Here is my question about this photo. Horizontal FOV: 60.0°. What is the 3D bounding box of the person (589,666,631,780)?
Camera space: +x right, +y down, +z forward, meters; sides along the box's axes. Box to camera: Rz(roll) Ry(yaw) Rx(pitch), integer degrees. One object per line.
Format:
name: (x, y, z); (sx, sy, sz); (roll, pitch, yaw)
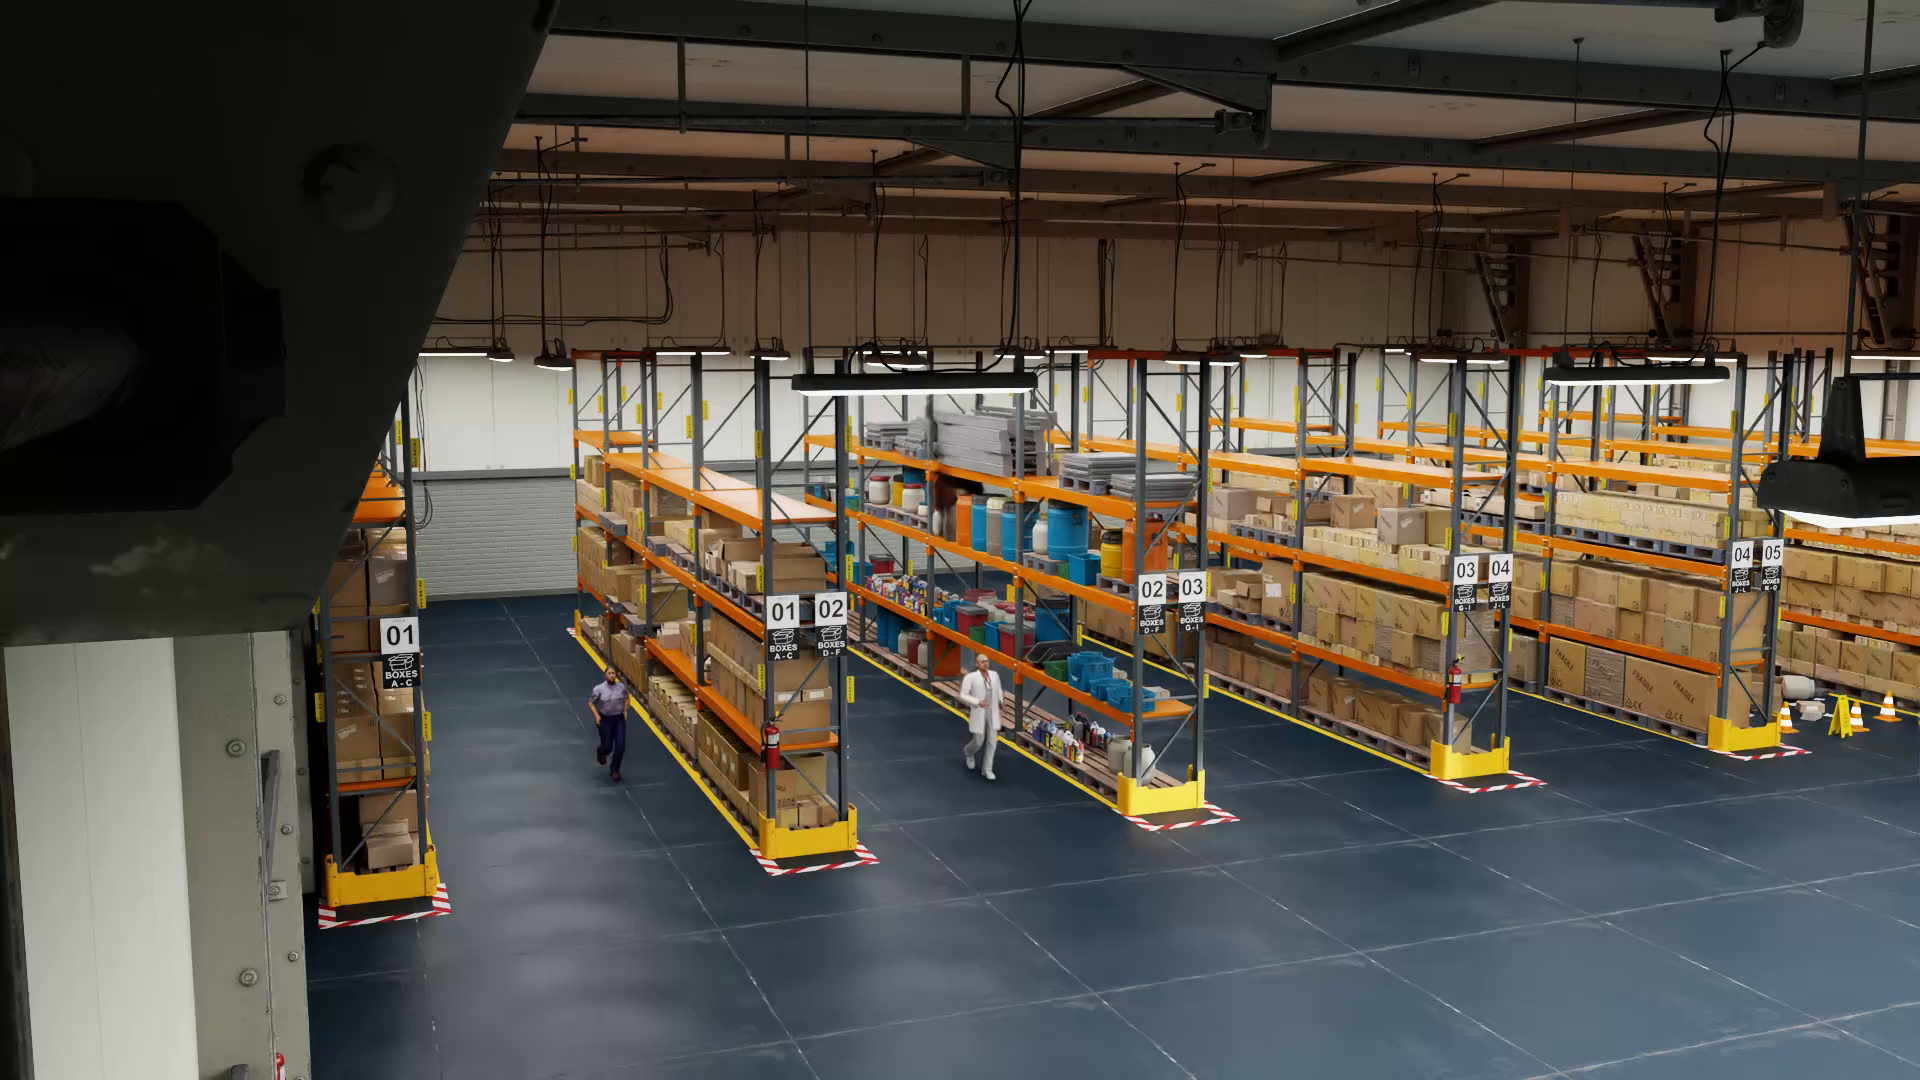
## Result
person: (-4.995, 2.594, 23.806); (0.609, 1.606, 0.584); (-4, 8, -26)

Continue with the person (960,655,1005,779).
person: (0.325, 2.504, 23.853); (0.714, 1.748, 0.843); (-3, 8, -23)

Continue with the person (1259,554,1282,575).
person: (6.612, 1.129, 34.748); (0.645, 1.818, 0.741); (-3, 8, -22)
